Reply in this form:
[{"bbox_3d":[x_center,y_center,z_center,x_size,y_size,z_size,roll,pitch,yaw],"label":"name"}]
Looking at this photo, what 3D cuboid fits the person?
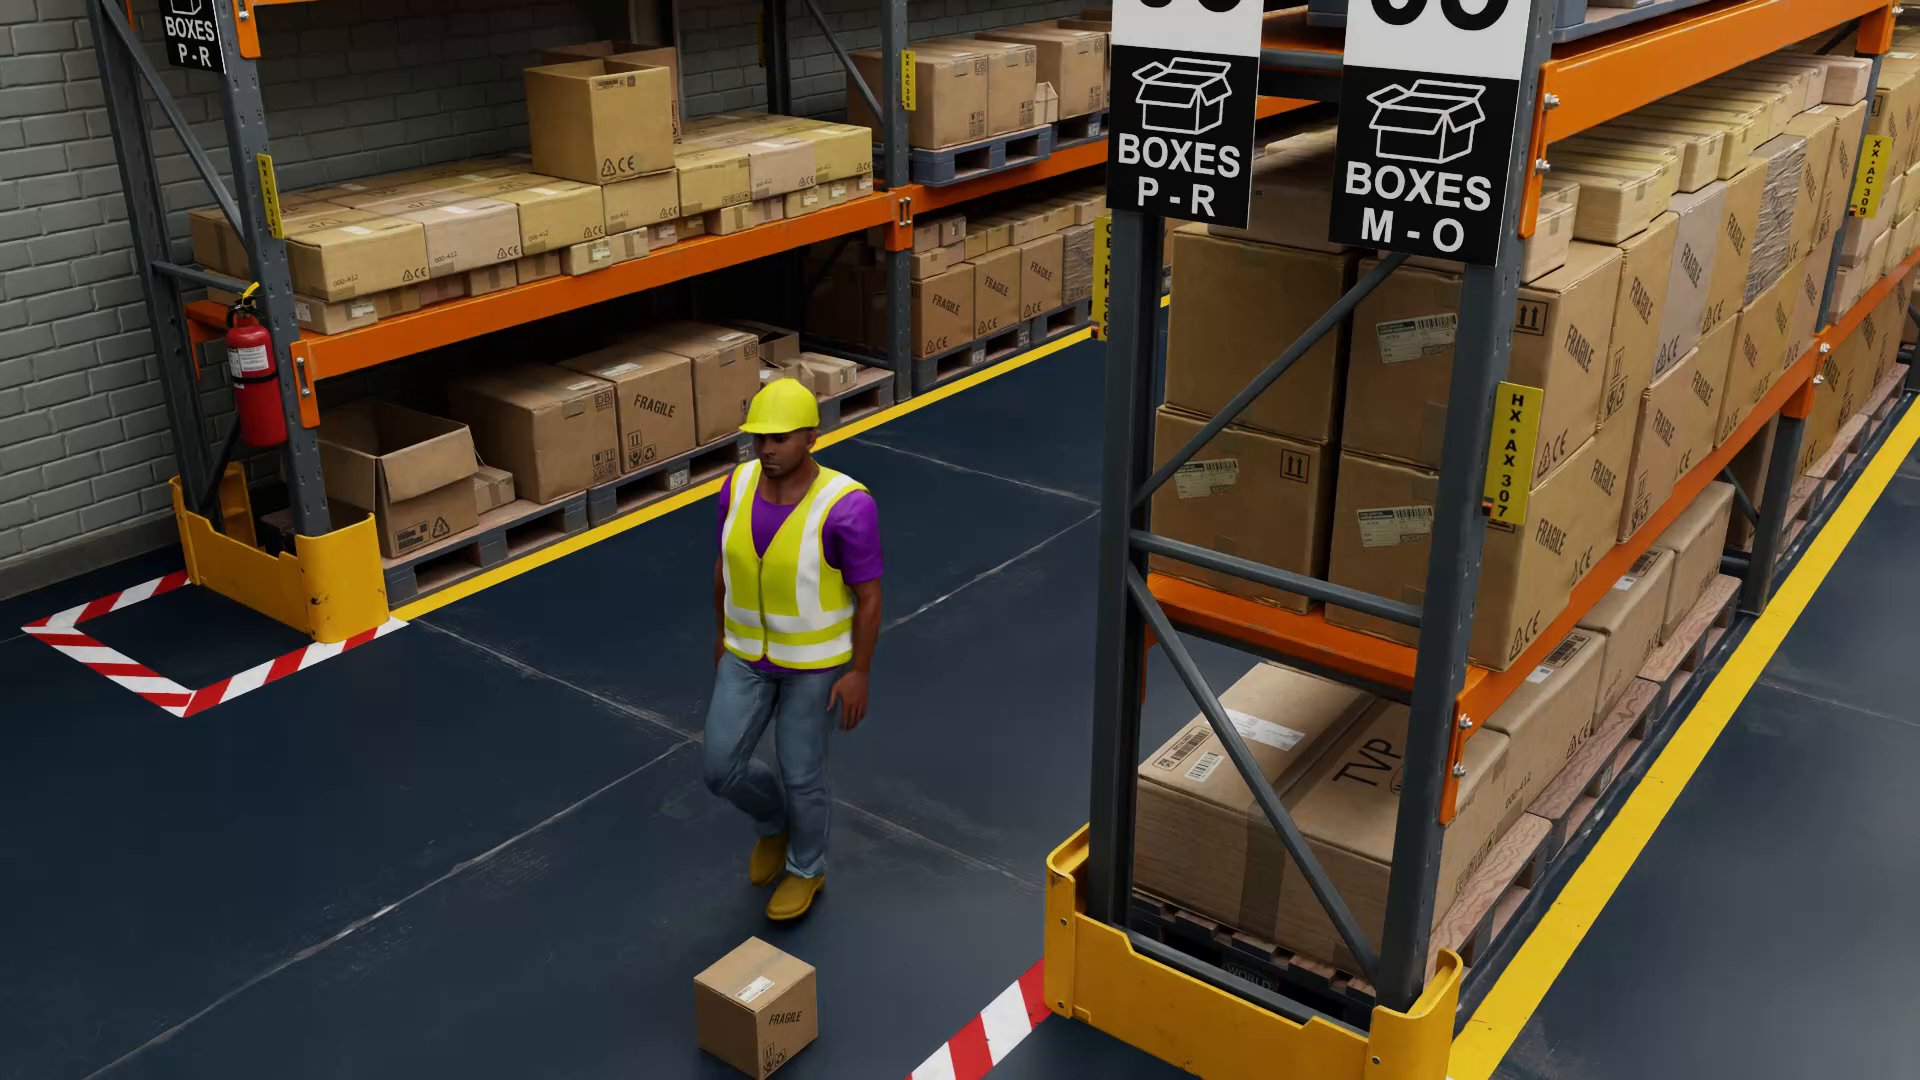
[{"bbox_3d":[-0.551,0.377,5.166,0.620,1.770,0.469,10,25,21],"label":"person"}]
